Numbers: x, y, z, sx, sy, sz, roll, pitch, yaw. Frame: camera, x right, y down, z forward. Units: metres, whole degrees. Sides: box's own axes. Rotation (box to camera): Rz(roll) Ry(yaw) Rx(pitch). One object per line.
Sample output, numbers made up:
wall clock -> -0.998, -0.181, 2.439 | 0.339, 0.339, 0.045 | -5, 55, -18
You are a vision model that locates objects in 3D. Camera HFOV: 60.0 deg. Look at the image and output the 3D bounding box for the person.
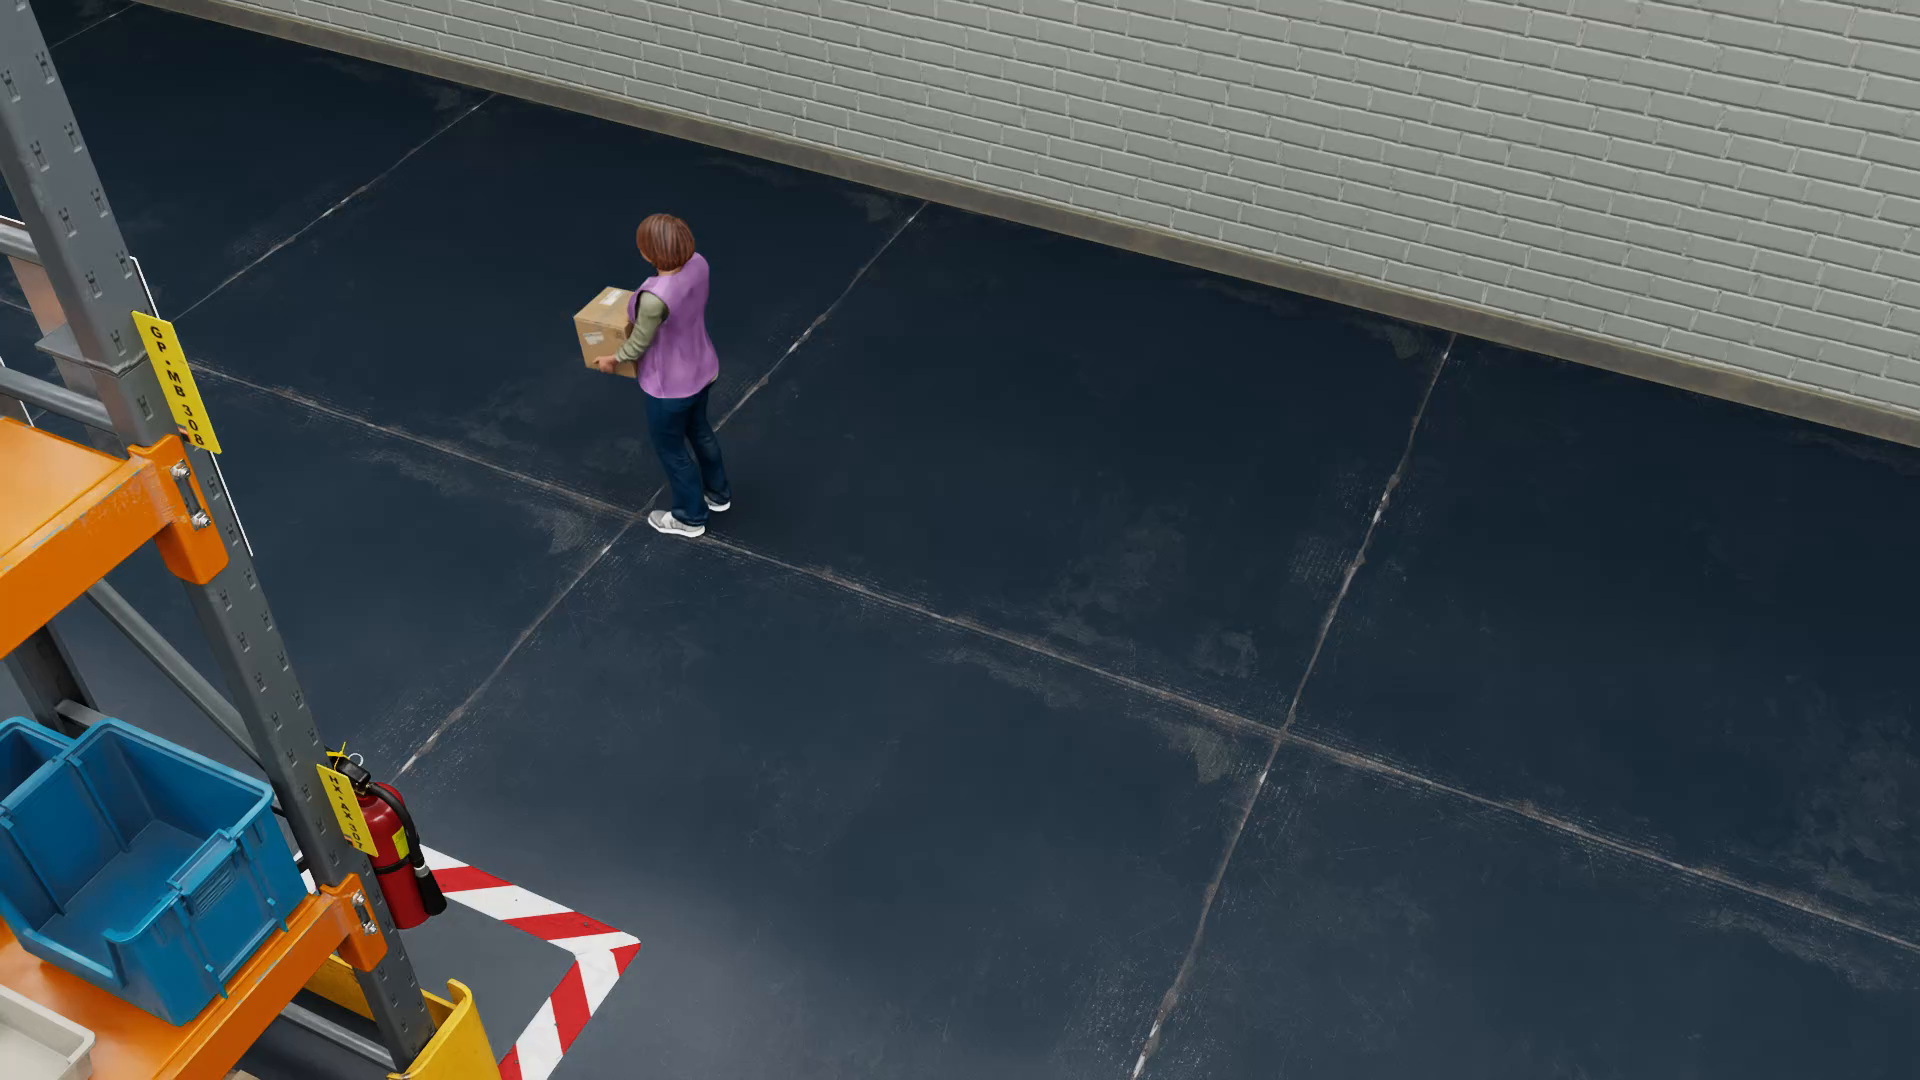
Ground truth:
person -> -1.248, -0.690, 6.916 | 0.484, 1.596, 0.410 | 17, 45, 18
